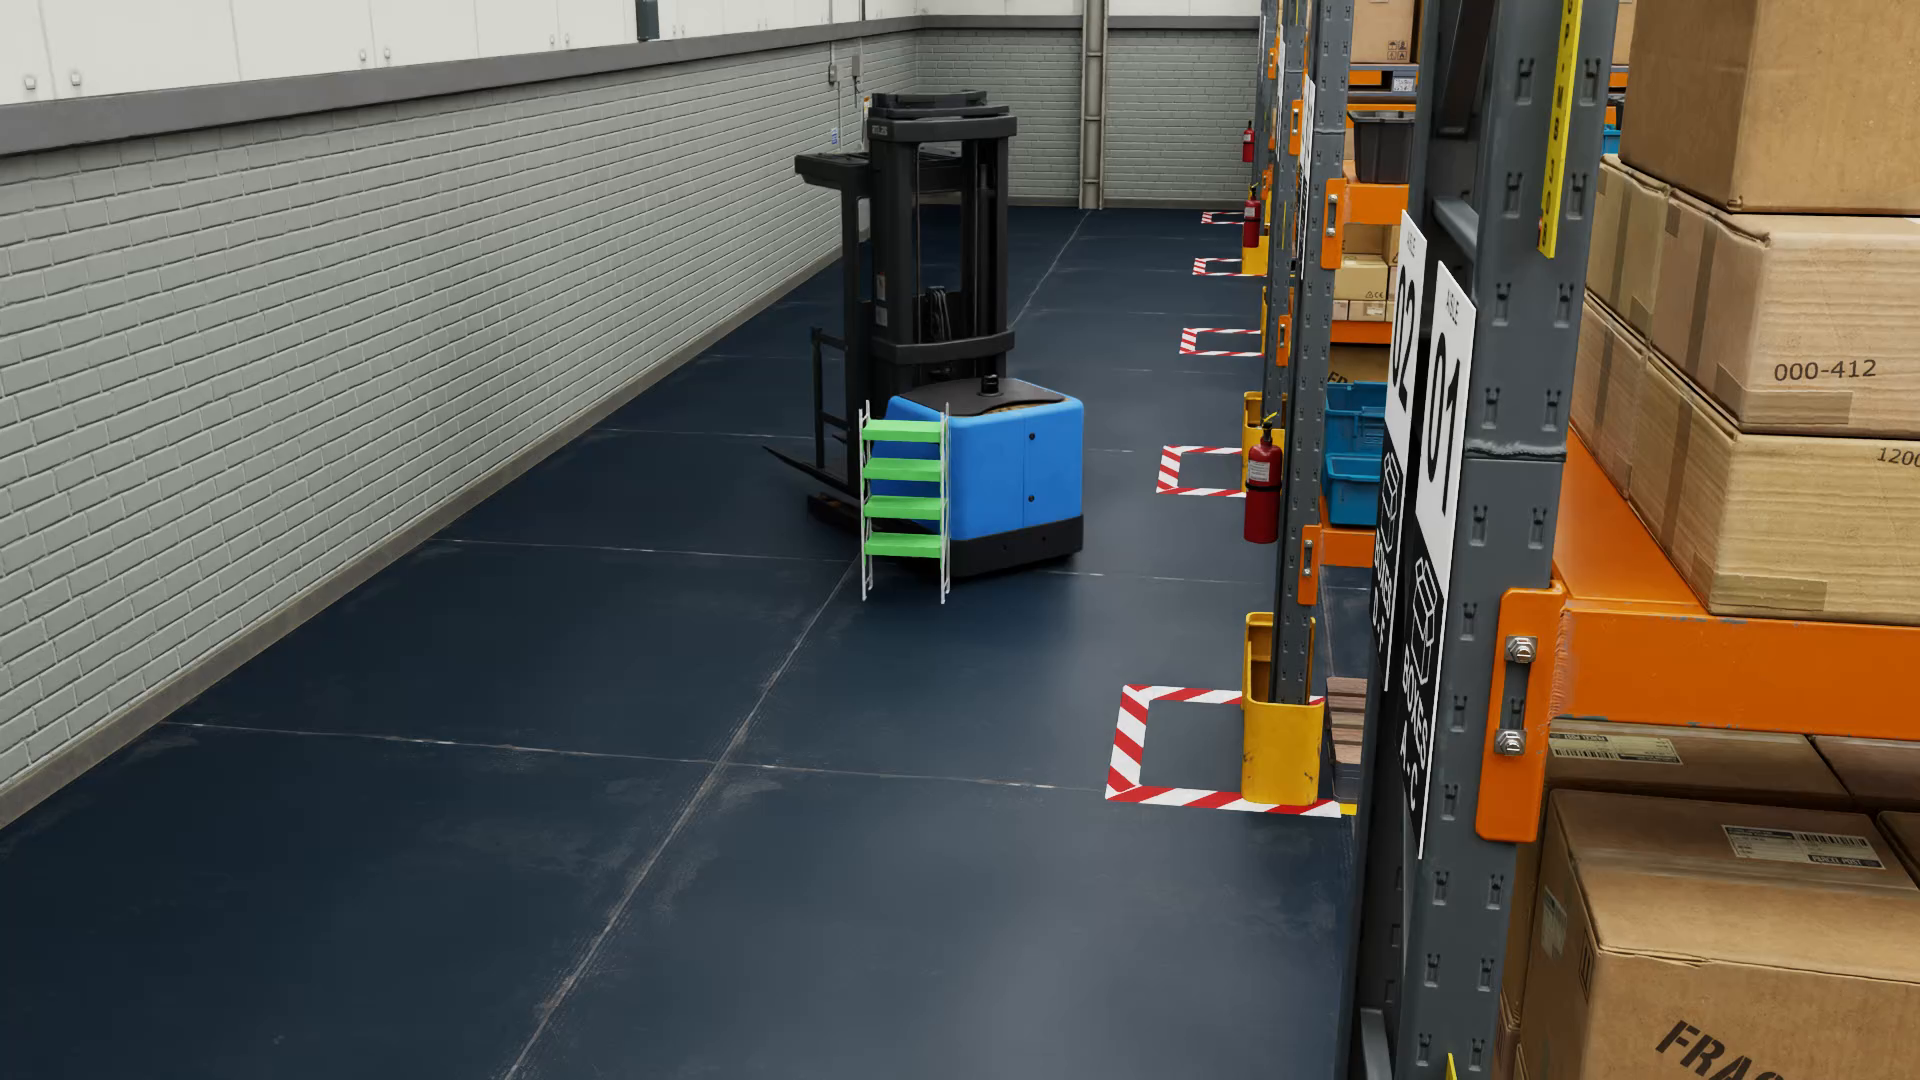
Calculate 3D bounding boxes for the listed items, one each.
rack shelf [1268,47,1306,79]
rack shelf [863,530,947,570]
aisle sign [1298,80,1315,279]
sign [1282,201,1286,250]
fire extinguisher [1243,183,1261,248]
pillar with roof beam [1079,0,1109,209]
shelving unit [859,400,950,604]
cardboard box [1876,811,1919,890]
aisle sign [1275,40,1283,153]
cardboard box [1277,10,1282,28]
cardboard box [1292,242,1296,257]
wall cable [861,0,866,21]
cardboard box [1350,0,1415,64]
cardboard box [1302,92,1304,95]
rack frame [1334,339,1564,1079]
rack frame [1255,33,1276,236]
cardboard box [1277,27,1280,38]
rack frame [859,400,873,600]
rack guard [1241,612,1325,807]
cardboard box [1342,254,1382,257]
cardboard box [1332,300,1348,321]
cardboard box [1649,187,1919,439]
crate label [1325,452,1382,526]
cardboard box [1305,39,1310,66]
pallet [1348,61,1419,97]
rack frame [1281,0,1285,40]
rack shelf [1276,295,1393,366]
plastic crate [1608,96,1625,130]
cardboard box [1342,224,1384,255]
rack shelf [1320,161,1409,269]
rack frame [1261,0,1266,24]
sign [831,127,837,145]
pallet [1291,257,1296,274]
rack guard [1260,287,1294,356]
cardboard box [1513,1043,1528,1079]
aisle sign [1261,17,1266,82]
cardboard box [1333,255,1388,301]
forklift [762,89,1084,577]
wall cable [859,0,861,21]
[{"bbox_3d":[5.921,-6.026,20.992,4.000,0.370,1.077,3,19,9],"label":"rack shelf"},{"bbox_3d":[-0.331,0.060,10.190,0.480,0.148,0.258,3,19,8],"label":"rack shelf"},{"bbox_3d":[1.471,-1.532,7.058,0.004,0.787,0.394,3,19,9],"label":"aisle sign"},{"bbox_3d":[2.280,-2.215,11.707,0.005,0.325,0.100,3,19,9],"label":"sign"},{"bbox_3d":[3.085,-3.433,17.546,0.183,0.674,0.296,3,19,9],"label":"fire extinguisher"},{"bbox_3d":[1.528,-8.515,22.569,0.400,9.000,9.100,3,19,9],"label":"pillar with roof beam"},{"bbox_3d":[-0.331,-0.228,10.094,0.503,1.200,0.258,3,19,8],"label":"shelving unit"},{"bbox_3d":[1.713,0.770,2.541,0.500,0.500,0.500,3,19,9],"label":"cardboard box"},{"bbox_3d":[2.351,-3.271,12.255,0.004,0.787,0.394,3,19,9],"label":"aisle sign"},{"bbox_3d":[5.125,-7.985,25.481,0.500,0.250,0.500,3,19,8],"label":"cardboard box"},{"bbox_3d":[4.614,-4.028,21.989,0.875,0.438,0.875,2,19,7],"label":"cardboard box"},{"bbox_3d":[-1.114,-9.212,24.595,0.133,3.039,2.988,3,19,9],"label":"wall cable"},{"bbox_3d":[2.896,-3.648,11.773,0.500,0.500,0.700,2,19,5],"label":"cardboard box"},{"bbox_3d":[4.375,-5.453,21.141,0.500,0.500,0.500,3,19,7],"label":"cardboard box"},{"bbox_3d":[0.799,1.163,3.101,0.127,3.000,1.000,3,19,9],"label":"rack frame"},{"bbox_3d":[3.946,-5.045,21.655,0.127,3.000,1.000,3,19,9],"label":"rack frame"},{"bbox_3d":[5.008,-7.815,25.601,0.250,0.149,0.380,3,19,10],"label":"cardboard box"},{"bbox_3d":[-0.573,-0.239,10.126,0.015,1.200,0.240,3,19,8],"label":"rack frame"},{"bbox_3d":[1.563,0.799,8.126,0.348,0.500,1.175,3,19,9],"label":"rack guard"},{"bbox_3d":[2.895,-2.069,12.528,0.500,0.250,0.500,3,19,8],"label":"cardboard box"},{"bbox_3d":[2.673,-1.700,12.053,0.250,0.149,0.380,3,19,9],"label":"cardboard box"},{"bbox_3d":[1.265,-0.318,2.248,0.500,0.250,0.500,3,19,9],"label":"cardboard box"},{"bbox_3d":[1.780,-0.222,7.410,0.303,0.233,0.416,3,19,9],"label":"crate label"},{"bbox_3d":[3.752,-4.901,16.732,0.500,0.250,0.500,3,19,7],"label":"cardboard box"},{"bbox_3d":[3.108,-3.287,11.812,1.213,0.211,1.003,3,19,9],"label":"pallet"},{"bbox_3d":[3.261,-6.334,16.053,0.127,3.000,1.000,3,19,9],"label":"rack frame"},{"bbox_3d":[4.349,-1.499,12.189,4.000,0.370,1.077,3,19,9],"label":"rack shelf"},{"bbox_3d":[3.054,-1.619,6.785,0.767,0.338,0.504,3,19,9],"label":"plastic crate"},{"bbox_3d":[2.897,-2.424,12.406,0.500,0.500,0.500,3,19,9],"label":"cardboard box"},{"bbox_3d":[3.563,-1.370,7.075,4.000,0.370,1.077,3,19,9],"label":"rack shelf"},{"bbox_3d":[4.730,-9.445,25.351,0.127,3.000,1.000,3,19,9],"label":"rack frame"},{"bbox_3d":[-1.693,-5.438,22.402,0.001,0.218,0.327,3,19,9],"label":"sign"},{"bbox_3d":[4.748,-3.707,22.050,1.213,0.211,1.003,3,19,9],"label":"pallet"},{"bbox_3d":[3.336,-2.300,17.390,0.348,0.500,1.175,3,19,9],"label":"rack guard"},{"bbox_3d":[1.196,1.220,2.771,0.500,0.500,0.500,3,19,10],"label":"cardboard box"},{"bbox_3d":[3.829,-6.191,20.981,0.004,0.787,0.394,3,19,9],"label":"aisle sign"},{"bbox_3d":[2.805,-1.902,12.027,0.500,0.250,0.500,2,19,7],"label":"cardboard box"},{"bbox_3d":[-0.421,-1.571,11.378,1.130,2.935,3.031,-12,22,-31],"label":"forklift"},{"bbox_3d":[-1.593,-8.324,21.998,0.029,3.000,2.355,3,19,9],"label":"wall cable"}]
